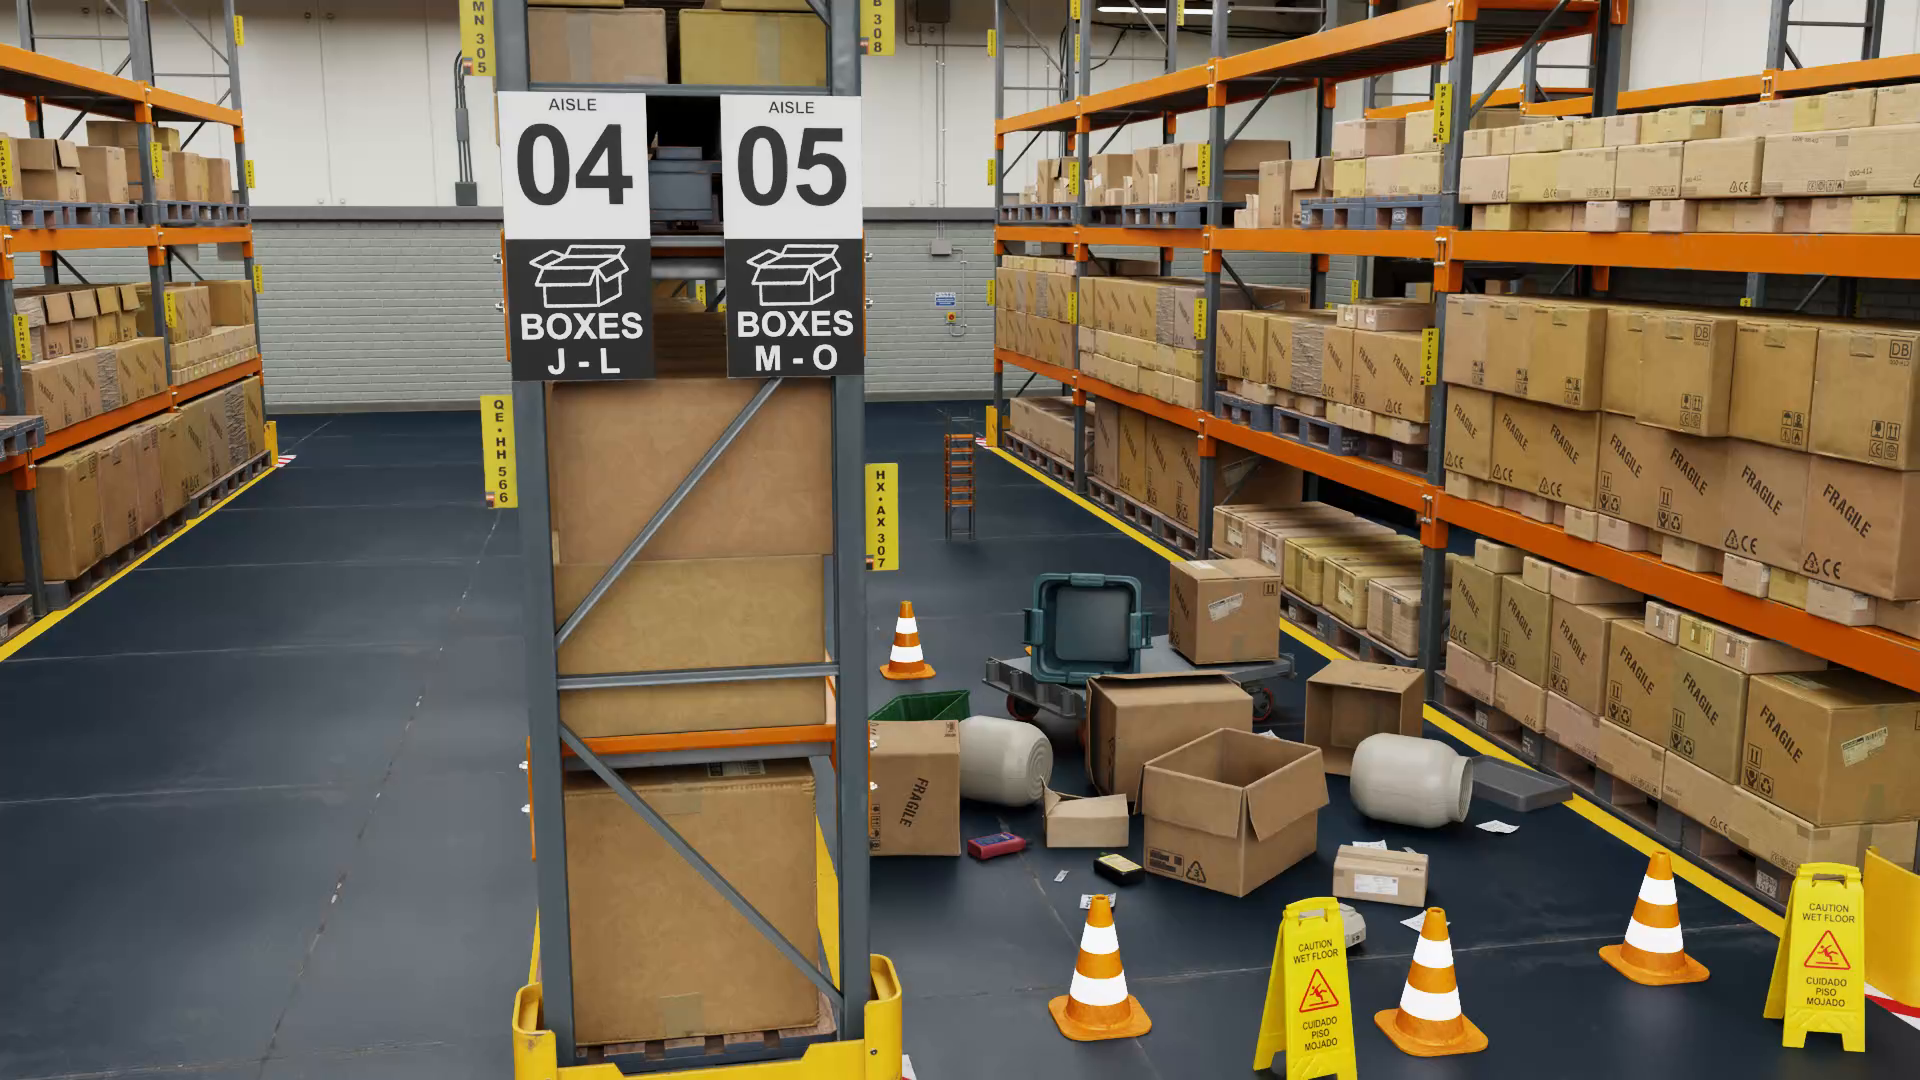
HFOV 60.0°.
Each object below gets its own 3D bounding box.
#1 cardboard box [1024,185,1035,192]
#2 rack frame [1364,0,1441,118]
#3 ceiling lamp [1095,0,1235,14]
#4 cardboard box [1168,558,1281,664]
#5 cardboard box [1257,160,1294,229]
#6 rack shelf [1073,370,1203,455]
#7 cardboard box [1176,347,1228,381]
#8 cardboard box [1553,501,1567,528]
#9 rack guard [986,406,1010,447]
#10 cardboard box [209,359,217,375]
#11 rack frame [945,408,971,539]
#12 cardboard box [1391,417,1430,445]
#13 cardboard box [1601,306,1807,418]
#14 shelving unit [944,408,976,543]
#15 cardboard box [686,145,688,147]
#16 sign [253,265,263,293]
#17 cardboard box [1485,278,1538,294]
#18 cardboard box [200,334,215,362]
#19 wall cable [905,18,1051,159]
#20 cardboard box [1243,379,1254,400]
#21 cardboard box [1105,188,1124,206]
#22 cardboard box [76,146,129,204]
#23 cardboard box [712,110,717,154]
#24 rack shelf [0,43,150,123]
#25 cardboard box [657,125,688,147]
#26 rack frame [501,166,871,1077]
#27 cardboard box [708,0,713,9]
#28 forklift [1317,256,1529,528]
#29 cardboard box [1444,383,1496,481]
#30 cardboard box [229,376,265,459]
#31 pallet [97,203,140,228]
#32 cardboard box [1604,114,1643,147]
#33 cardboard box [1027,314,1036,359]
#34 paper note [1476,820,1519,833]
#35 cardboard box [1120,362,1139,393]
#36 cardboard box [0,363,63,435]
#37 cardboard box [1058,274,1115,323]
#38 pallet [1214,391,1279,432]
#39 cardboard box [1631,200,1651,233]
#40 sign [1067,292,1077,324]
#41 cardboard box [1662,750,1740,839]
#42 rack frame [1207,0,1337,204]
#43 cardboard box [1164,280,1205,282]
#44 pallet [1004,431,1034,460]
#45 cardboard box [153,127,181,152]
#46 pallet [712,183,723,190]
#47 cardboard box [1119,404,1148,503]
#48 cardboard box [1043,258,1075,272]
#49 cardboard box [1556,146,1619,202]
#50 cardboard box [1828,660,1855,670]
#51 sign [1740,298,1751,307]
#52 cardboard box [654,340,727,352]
[{"bbox_3d":[1.118,-4.295,20.726,0.500,0.250,0.500,-3,11,-16],"label":"cardboard box"},{"bbox_3d":[5.810,-5.847,21.848,1.000,3.000,0.127,-2,11,-11],"label":"rack frame"},{"bbox_3d":[3.005,-9.121,23.441,2.000,3.185,0.800,-2,11,-11],"label":"ceiling lamp"},{"bbox_3d":[1.536,0.408,9.688,0.500,0.500,0.500,-2,11,-11],"label":"cardboard box"},{"bbox_3d":[2.673,-2.600,12.544,0.700,0.500,0.500,-2,11,-11],"label":"cardboard box"},{"bbox_3d":[2.109,-1.265,15.743,1.077,0.370,4.000,-2,11,-11],"label":"rack shelf"},{"bbox_3d":[2.155,-1.503,14.134,0.500,0.250,0.500,-2,11,-11],"label":"cardboard box"},{"bbox_3d":[3.301,-0.138,8.573,0.380,0.149,0.250,-2,11,-11],"label":"cardboard box"},{"bbox_3d":[0.937,-1.495,21.714,1.175,0.500,0.348,-2,11,-11],"label":"rack guard"},{"bbox_3d":[-7.985,-1.805,17.330,0.380,0.149,0.250,-2,11,-10],"label":"cardboard box"},{"bbox_3d":[-0.015,-0.604,15.159,0.240,1.200,0.006,-2,11,-11],"label":"rack frame"},{"bbox_3d":[2.905,-0.685,10.321,0.380,0.149,0.250,-2,11,-10],"label":"cardboard box"},{"bbox_3d":[3.488,-0.836,7.828,0.700,0.500,0.500,-2,11,-11],"label":"cardboard box"},{"bbox_3d":[0.003,-0.587,15.070,0.258,1.200,0.189,-2,11,-11],"label":"shelving unit"},{"bbox_3d":[-1.126,-1.823,8.013,0.380,0.149,0.250,-2,11,-10],"label":"cardboard box"},{"bbox_3d":[-8.244,-3.061,19.524,0.100,0.325,0.005,-2,11,-11],"label":"sign"},{"bbox_3d":[6.560,-2.890,19.957,0.500,0.500,0.500,-2,11,-13],"label":"cardboard box"},{"bbox_3d":[-8.033,-1.979,17.177,0.500,0.250,0.500,-2,11,-10],"label":"cardboard box"},{"bbox_3d":[0.298,-6.726,26.465,2.355,3.000,0.029,-2,11,-11],"label":"wall cable"},{"bbox_3d":[2.409,-1.163,12.833,0.380,0.149,0.250,-3,11,-15],"label":"cardboard box"},{"bbox_3d":[1.623,-3.305,16.019,0.380,0.166,0.250,-3,11,-15],"label":"cardboard box"},{"bbox_3d":[-7.878,-3.248,14.823,0.700,0.500,0.500,-2,11,-10],"label":"cardboard box"},{"bbox_3d":[-0.633,-1.358,5.569,0.380,0.149,0.250,-2,11,-11],"label":"cardboard box"},{"bbox_3d":[-7.612,-3.655,13.326,1.077,0.370,4.000,-2,11,-11],"label":"rack shelf"},{"bbox_3d":[-1.212,-2.040,8.083,0.500,0.250,0.500,-2,11,-12],"label":"cardboard box"},{"bbox_3d":[-0.782,0.414,4.997,1.000,3.000,0.127,-2,11,-11],"label":"rack frame"},{"bbox_3d":[-0.632,-1.748,5.487,0.380,0.149,0.250,-2,11,-12],"label":"cardboard box"},{"bbox_3d":[4.665,-1.637,15.957,1.130,2.935,3.031,-4,11,-18],"label":"forklift"},{"bbox_3d":[3.088,-0.622,9.380,0.500,0.500,0.500,-2,11,-11],"label":"cardboard box"},{"bbox_3d":[-8.576,-1.406,19.122,0.875,0.875,0.875,-2,11,-11],"label":"cardboard box"},{"bbox_3d":[-7.774,-2.838,14.573,0.805,0.209,1.217,-3,11,-13],"label":"pallet"},{"bbox_3d":[3.324,-1.953,7.952,0.380,0.149,0.250,-2,11,-12],"label":"cardboard box"},{"bbox_3d":[1.075,-2.392,19.475,0.500,0.500,0.500,-2,11,-9],"label":"cardboard box"},{"bbox_3d":[2.569,1.365,7.942,0.142,0.019,0.148,-6,13,-31],"label":"paper note"},{"bbox_3d":[1.821,-1.540,15.664,0.500,0.250,0.500,-2,11,-12],"label":"cardboard box"},{"bbox_3d":[-7.050,-1.039,12.366,0.500,0.500,0.500,-2,11,-9],"label":"cardboard box"},{"bbox_3d":[1.357,-2.602,17.902,0.500,0.500,0.500,-2,11,-11],"label":"cardboard box"},{"bbox_3d":[2.741,-1.030,13.100,1.213,0.211,1.003,-2,11,-11],"label":"pallet"},{"bbox_3d":[3.396,-1.518,7.801,0.380,0.149,0.250,-2,11,-11],"label":"cardboard box"},{"bbox_3d":[1.176,-2.429,17.407,0.100,0.325,0.005,-2,11,-11],"label":"sign"},{"bbox_3d":[3.540,1.127,7.486,0.500,0.250,0.500,-2,11,-11],"label":"cardboard box"},{"bbox_3d":[2.498,-4.198,13.188,1.000,3.000,0.127,-2,11,-11],"label":"rack frame"},{"bbox_3d":[2.240,-2.264,16.128,0.500,0.500,0.500,-2,11,-9],"label":"cardboard box"},{"bbox_3d":[1.174,-1.205,20.963,1.003,0.211,1.213,-2,11,-11],"label":"pallet"},{"bbox_3d":[-8.396,-4.134,17.207,0.500,0.250,0.500,-2,11,-13],"label":"cardboard box"},{"bbox_3d":[-1.177,-1.375,6.615,1.003,0.211,1.213,-2,11,-11],"label":"pallet"},{"bbox_3d":[2.102,-0.871,16.311,0.875,0.875,0.875,-2,11,-9],"label":"cardboard box"},{"bbox_3d":[1.161,-3.126,18.919,0.380,0.149,0.250,-2,11,-12],"label":"cardboard box"},{"bbox_3d":[3.287,-1.786,8.143,0.500,0.250,0.500,-2,11,-10],"label":"cardboard box"},{"bbox_3d":[4.057,0.734,7.543,0.500,0.500,0.500,-3,11,-13],"label":"cardboard box"},{"bbox_3d":[6.836,-1.941,14.487,0.100,0.325,0.005,-2,11,-11],"label":"sign"},{"bbox_3d":[-0.989,-0.464,6.324,0.875,0.550,0.550,-2,11,-11],"label":"cardboard box"}]
